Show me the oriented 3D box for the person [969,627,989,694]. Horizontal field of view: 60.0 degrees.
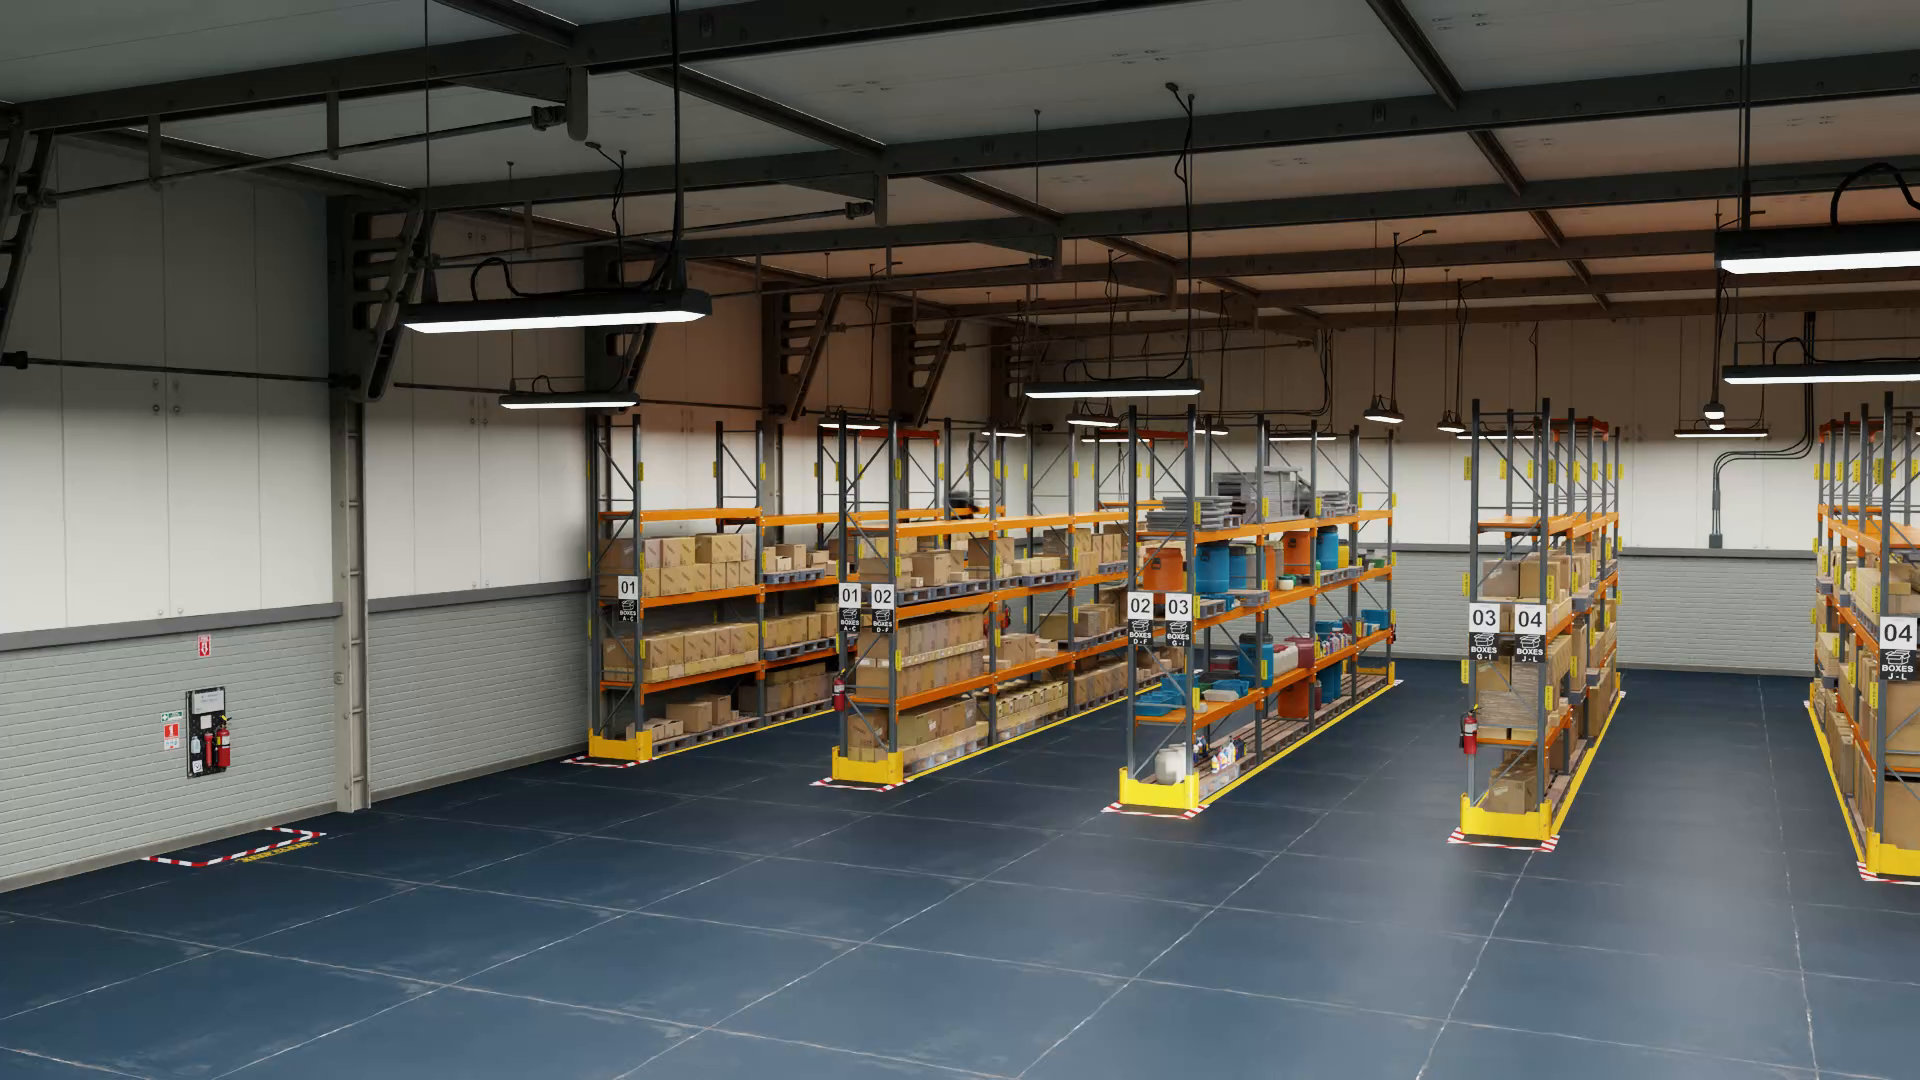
[{"bbox_3d":[0.280,2.534,37.002,0.683,1.763,0.872,1,2,18],"label":"person"}]
